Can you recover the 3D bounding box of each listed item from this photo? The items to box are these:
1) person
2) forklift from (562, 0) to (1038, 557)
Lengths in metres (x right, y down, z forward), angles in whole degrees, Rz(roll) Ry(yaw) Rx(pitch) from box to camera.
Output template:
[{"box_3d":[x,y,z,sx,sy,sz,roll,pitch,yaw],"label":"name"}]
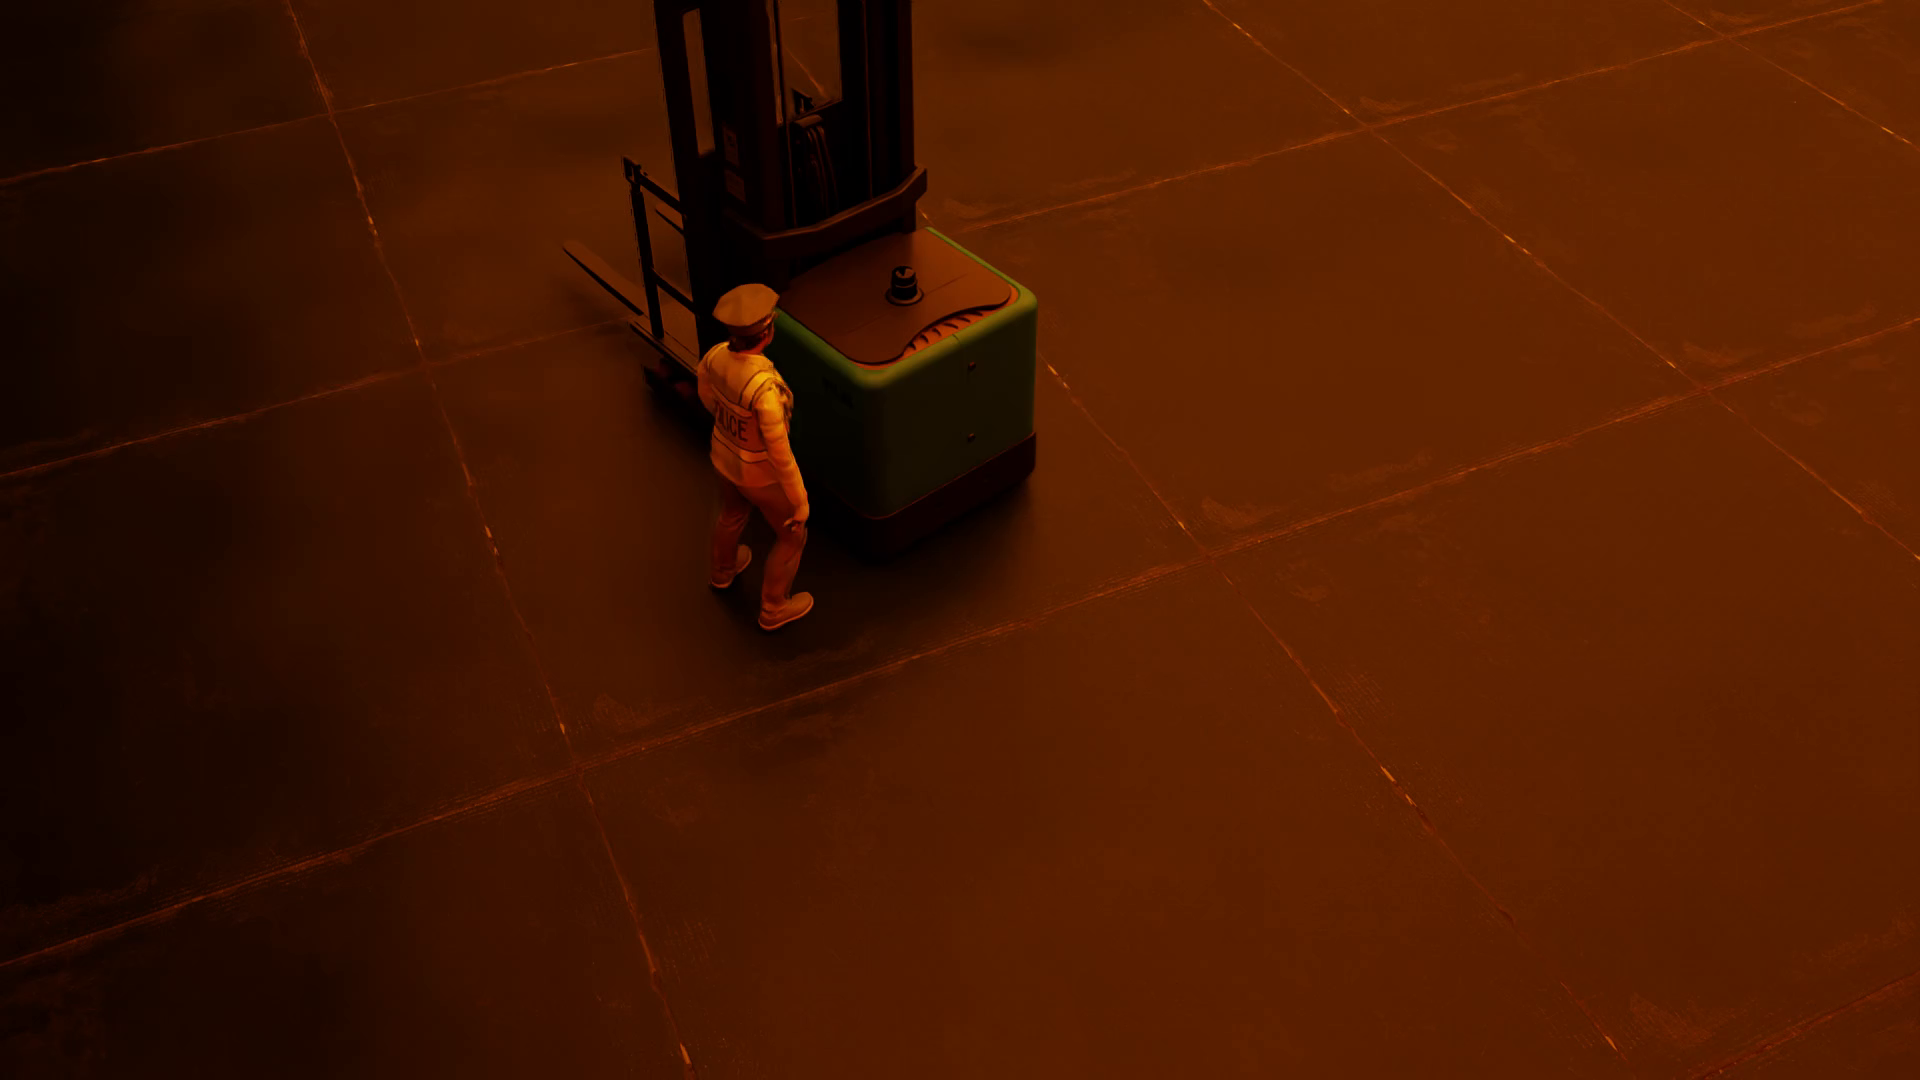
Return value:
[{"box_3d":[-0.864,-0.329,6.979,0.336,1.645,0.715,-32,52,-30],"label":"person"},{"box_3d":[-0.977,-1.925,7.743,1.130,2.935,3.031,-31,51,-29],"label":"forklift"}]
